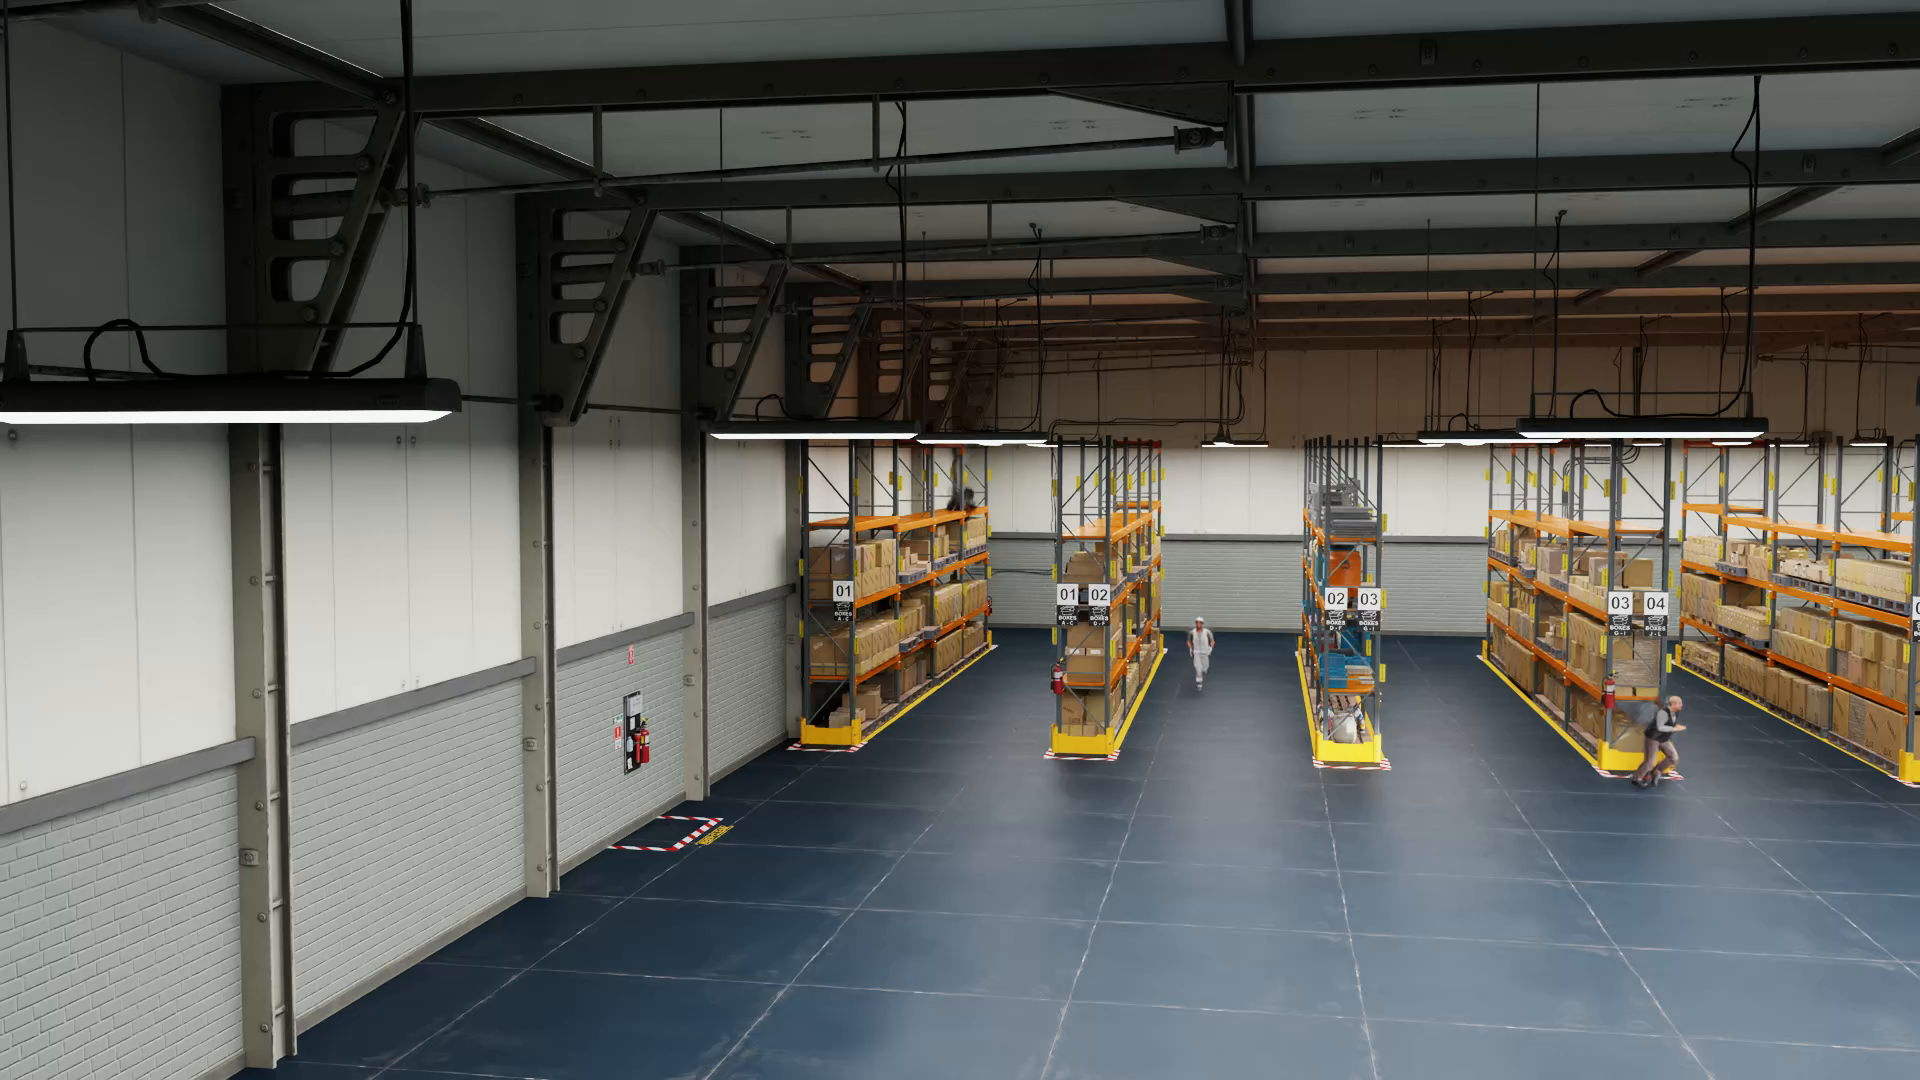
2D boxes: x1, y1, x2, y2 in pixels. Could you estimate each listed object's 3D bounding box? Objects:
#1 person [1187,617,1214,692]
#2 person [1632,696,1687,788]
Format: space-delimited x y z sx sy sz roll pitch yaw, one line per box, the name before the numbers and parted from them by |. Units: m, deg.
person | 5.720 2.715 39.579 0.652 1.756 0.611 0 3 8
person | 11.834 3.392 28.054 0.687 1.593 0.925 -3 4 -42
